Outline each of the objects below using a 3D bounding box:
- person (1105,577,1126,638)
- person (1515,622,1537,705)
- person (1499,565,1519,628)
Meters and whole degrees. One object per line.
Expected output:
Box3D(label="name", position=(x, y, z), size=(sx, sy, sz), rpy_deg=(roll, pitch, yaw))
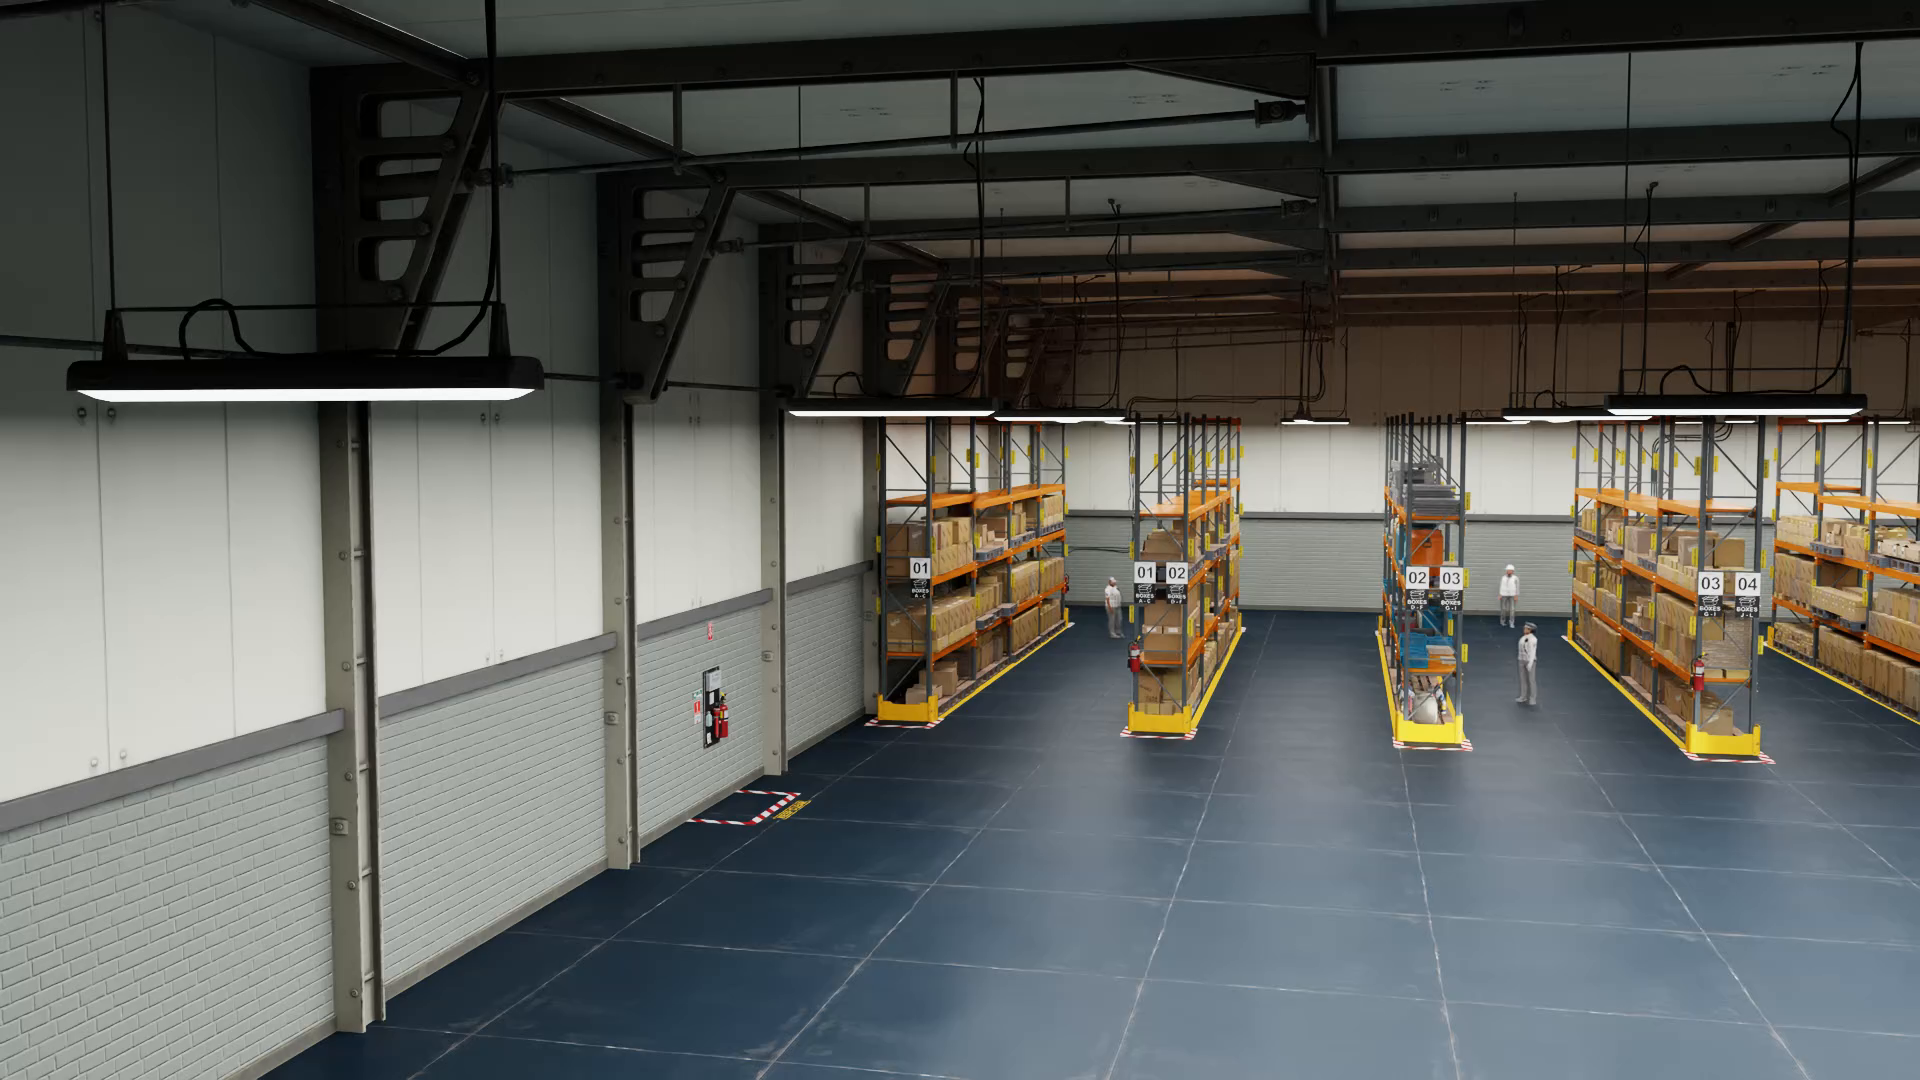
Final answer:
Box3D(label="person", position=(4.229, 1.852, 45.278), size=(0.632, 1.699, 0.382), rpy_deg=(-3, 5, -41))
Box3D(label="person", position=(11.779, 2.553, 34.539), size=(0.386, 1.724, 0.468), rpy_deg=(-2, 4, -31))
Box3D(label="person", position=(15.794, 1.611, 47.835), size=(0.548, 1.784, 0.490), rpy_deg=(1, 4, 12))
